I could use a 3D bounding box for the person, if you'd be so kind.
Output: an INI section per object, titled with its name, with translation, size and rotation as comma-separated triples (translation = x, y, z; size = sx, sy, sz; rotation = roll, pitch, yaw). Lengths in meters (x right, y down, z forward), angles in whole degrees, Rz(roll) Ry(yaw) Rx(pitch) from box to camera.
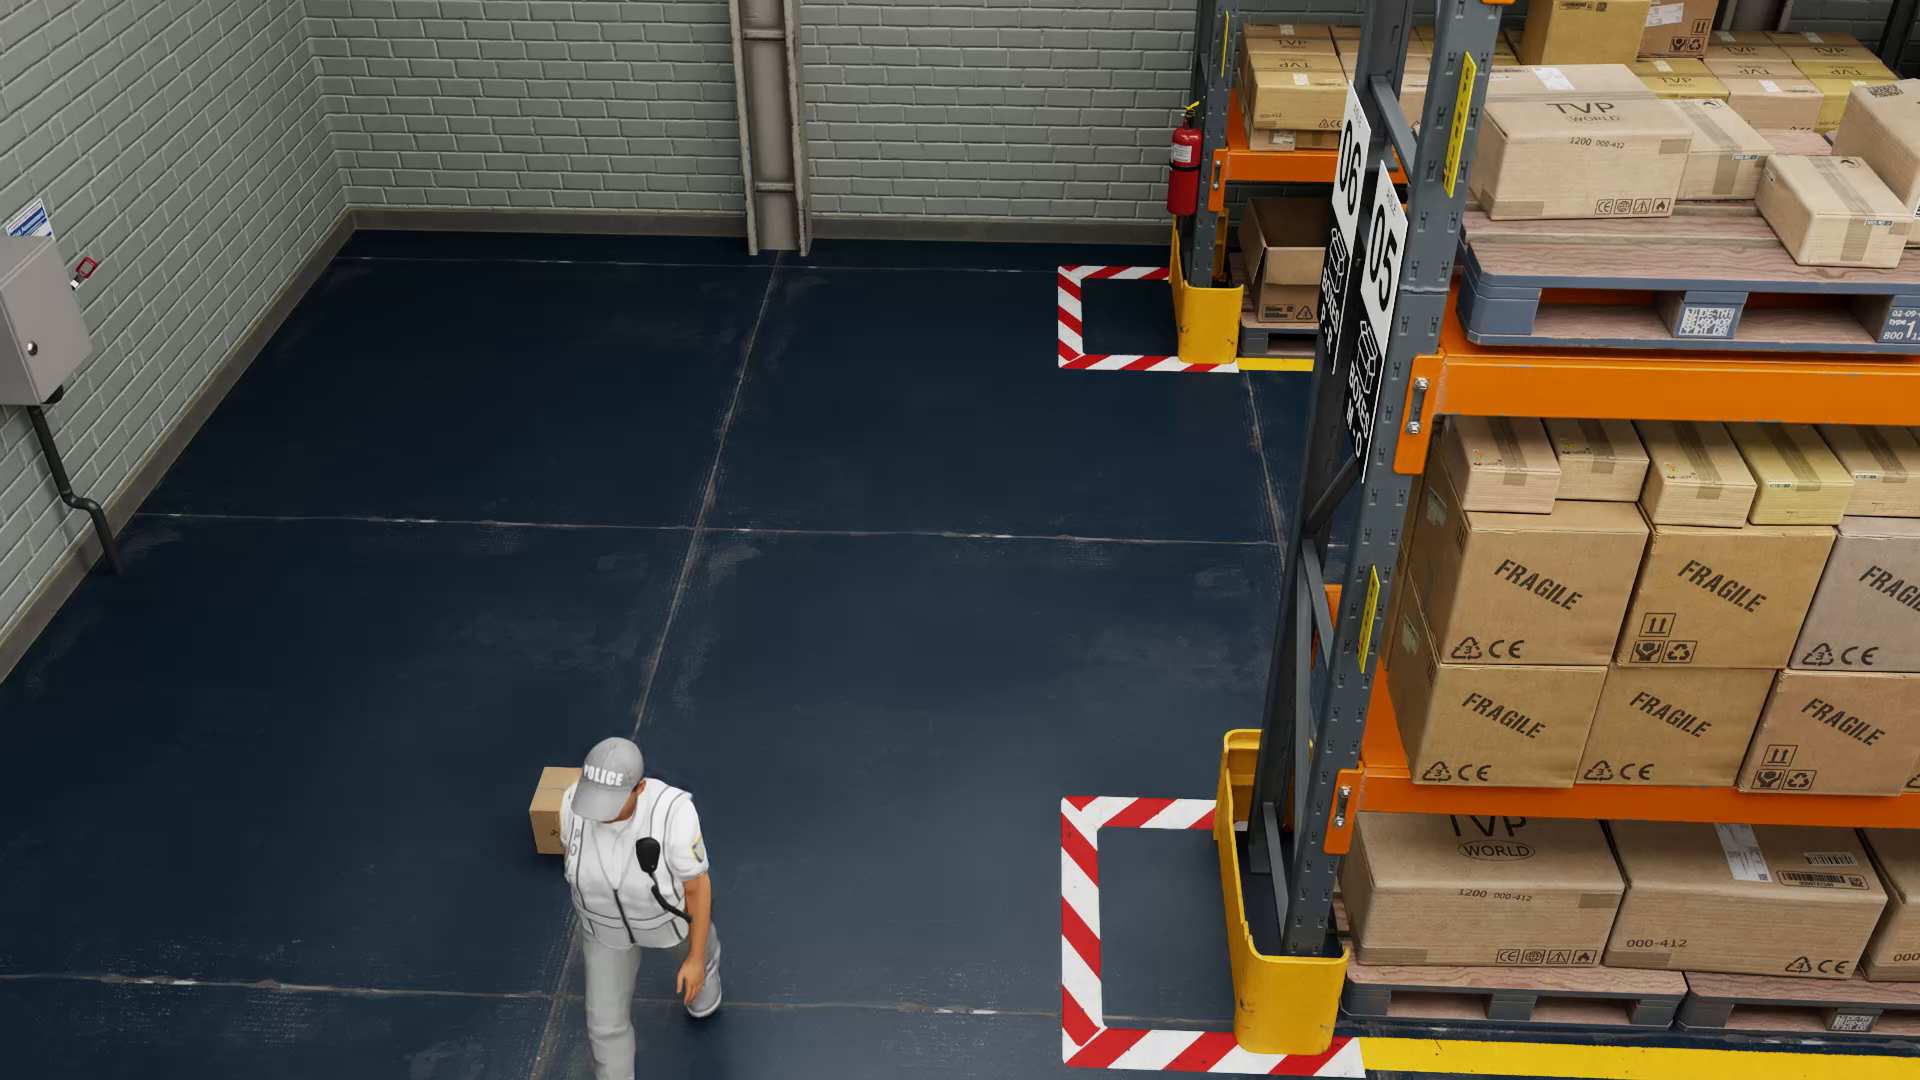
[person]
translation = -1.031, 1.233, 5.401
size = 0.498, 1.607, 1.023
rotation = 1, 36, 1
